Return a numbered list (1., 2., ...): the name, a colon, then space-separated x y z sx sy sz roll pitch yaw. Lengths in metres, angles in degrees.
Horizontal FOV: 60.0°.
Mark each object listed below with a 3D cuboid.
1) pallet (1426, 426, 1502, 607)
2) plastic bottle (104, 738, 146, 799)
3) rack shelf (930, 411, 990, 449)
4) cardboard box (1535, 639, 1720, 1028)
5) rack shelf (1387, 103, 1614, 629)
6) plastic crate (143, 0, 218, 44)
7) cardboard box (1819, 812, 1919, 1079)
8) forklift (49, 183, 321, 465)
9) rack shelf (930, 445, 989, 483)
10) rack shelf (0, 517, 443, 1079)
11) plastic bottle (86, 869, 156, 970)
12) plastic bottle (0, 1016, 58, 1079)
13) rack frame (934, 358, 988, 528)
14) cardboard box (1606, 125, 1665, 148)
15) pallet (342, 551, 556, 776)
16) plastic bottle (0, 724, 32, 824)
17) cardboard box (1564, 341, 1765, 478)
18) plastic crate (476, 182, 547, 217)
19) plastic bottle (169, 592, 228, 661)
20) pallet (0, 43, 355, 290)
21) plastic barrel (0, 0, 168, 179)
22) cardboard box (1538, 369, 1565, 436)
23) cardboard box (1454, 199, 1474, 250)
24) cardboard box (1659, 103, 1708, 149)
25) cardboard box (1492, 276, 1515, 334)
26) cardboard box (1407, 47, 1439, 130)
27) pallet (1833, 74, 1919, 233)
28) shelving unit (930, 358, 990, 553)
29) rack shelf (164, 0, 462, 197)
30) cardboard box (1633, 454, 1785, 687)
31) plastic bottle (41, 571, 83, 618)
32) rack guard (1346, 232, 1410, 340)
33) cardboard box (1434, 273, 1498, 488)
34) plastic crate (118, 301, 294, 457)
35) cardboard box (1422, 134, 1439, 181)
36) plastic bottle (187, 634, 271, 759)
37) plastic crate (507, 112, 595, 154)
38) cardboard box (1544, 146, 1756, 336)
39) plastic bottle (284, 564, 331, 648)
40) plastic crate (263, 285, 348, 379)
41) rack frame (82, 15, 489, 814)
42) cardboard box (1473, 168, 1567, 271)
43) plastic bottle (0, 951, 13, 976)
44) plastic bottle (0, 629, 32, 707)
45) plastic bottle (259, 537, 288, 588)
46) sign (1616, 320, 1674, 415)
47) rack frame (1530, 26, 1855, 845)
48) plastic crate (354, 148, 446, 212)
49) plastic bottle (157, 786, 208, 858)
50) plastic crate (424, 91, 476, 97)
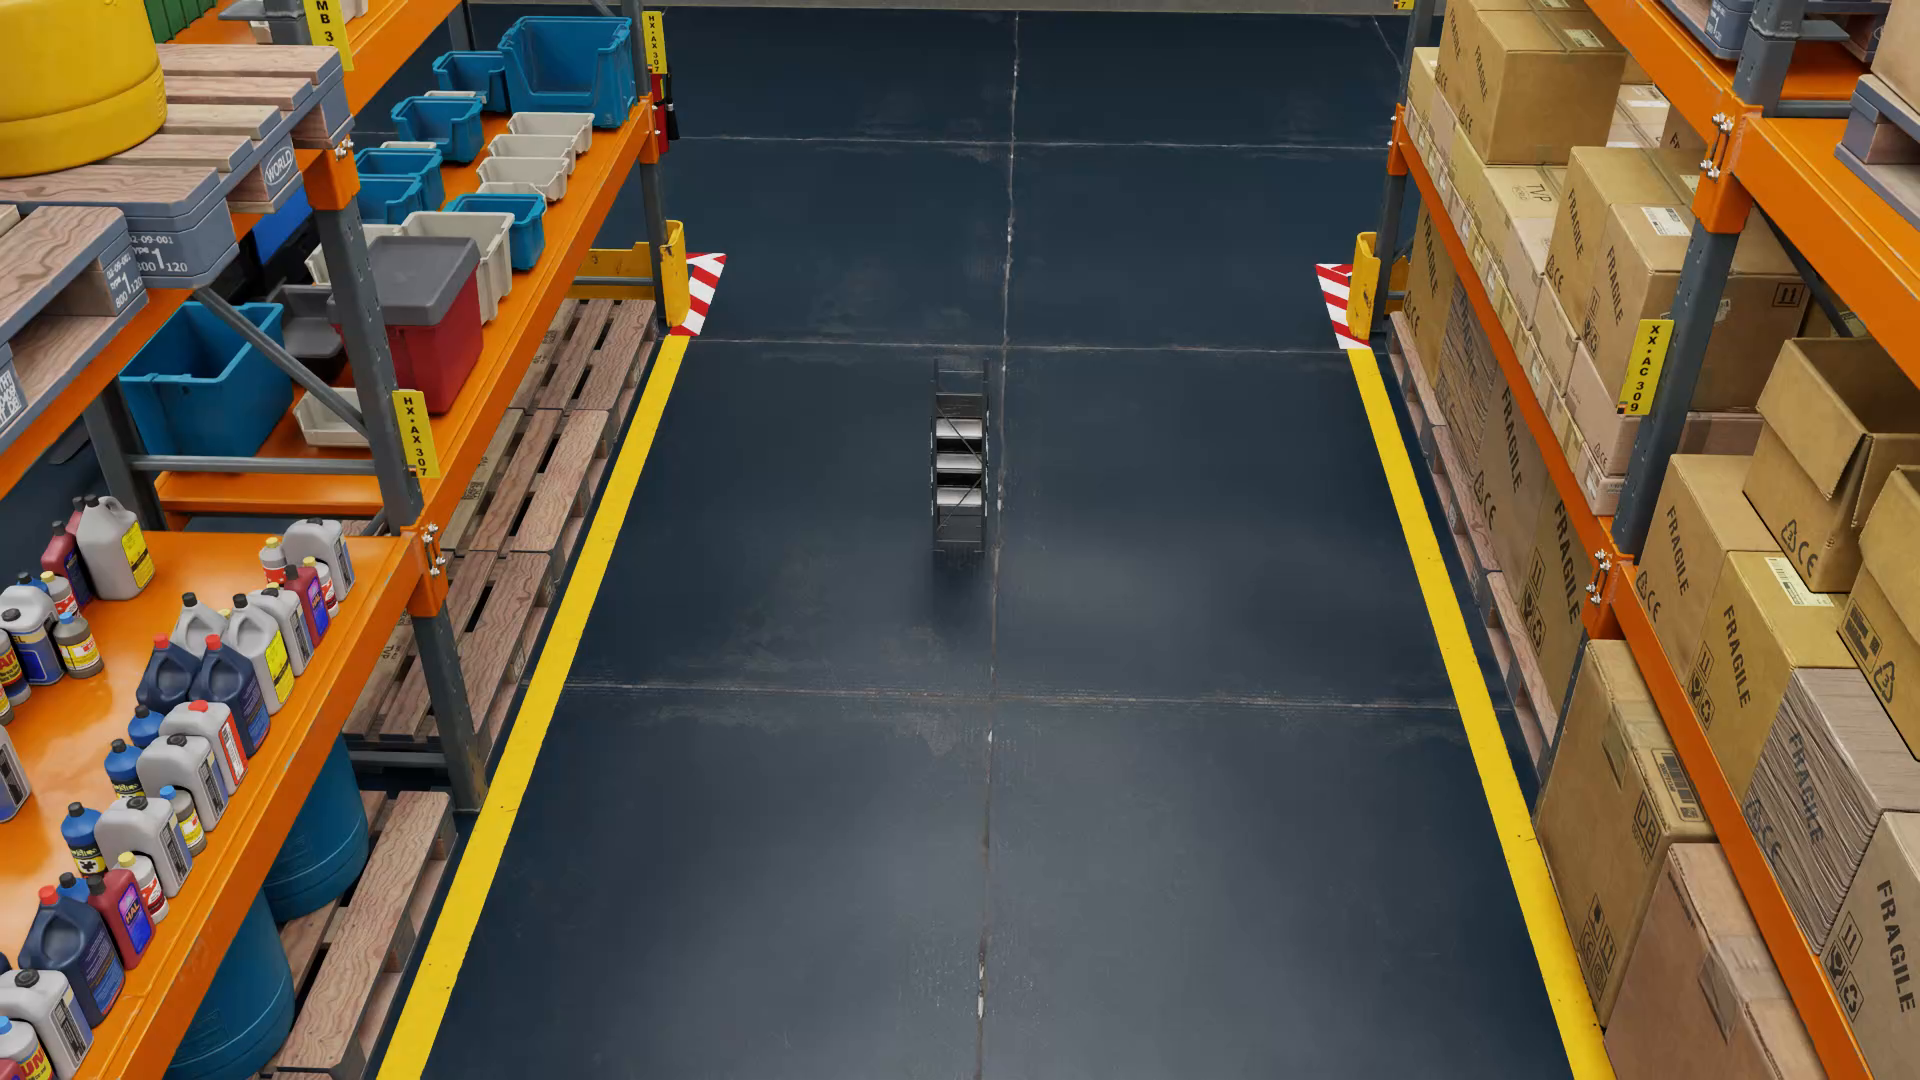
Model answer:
1. pallet: 2.795 -0.122 7.741 1.003 0.211 1.213 1 35 2
2. plastic bottle: -2.167 0.631 4.355 0.097 0.271 0.097 0 35 0
3. rack shelf: 0.000 -0.493 7.414 0.258 0.077 0.200 1 35 2
4. cardboard box: 2.635 0.940 5.286 1.225 0.875 0.875 1 35 2
5. rack shelf: 2.721 -0.980 7.162 1.077 0.370 4.000 1 35 2
6. plastic crate: -2.594 -1.631 5.037 0.450 0.188 0.662 1 35 2
7. cardboard box: 2.317 0.965 3.681 0.500 0.500 0.500 2 35 3
8. forklift: -4.492 -2.257 8.412 1.130 2.935 3.031 2 35 3
9. rack shelf: 0.000 -0.346 7.517 0.258 0.077 0.200 1 35 2
10. rack shelf: -2.389 1.204 4.054 1.077 0.370 4.000 1 35 2
11. plastic bottle: -2.015 0.886 3.982 0.061 0.283 0.133 1 35 2
12. plastic bottle: -2.051 1.140 3.631 0.097 0.271 0.097 0 35 0
13. rack frame: 0.004 -0.431 7.581 0.240 0.900 0.006 1 35 2
14. cardboard box: 3.006 -1.616 7.312 0.500 0.250 0.500 0 35 0
15. pallet: -2.318 0.478 6.887 1.003 0.211 1.213 1 35 2
16. plastic bottle: -2.593 0.604 4.390 0.152 0.276 0.135 1 35 2
17. cardboard box: 2.396 -0.446 5.647 0.500 0.250 0.500 1 35 1
18. plastic crate: -2.006 -1.485 7.431 0.298 0.136 0.250 1 35 2
19. plastic bottle: -2.163 0.313 4.739 0.144 0.351 0.185 1 35 2
20. pallet: -2.243 -0.937 4.030 1.213 0.211 1.003 1 35 2
21. plastic barrel: -2.143 -1.187 3.692 0.600 0.588 0.600 0 35 0
22. cardboard box: 2.346 -0.501 6.072 0.380 0.149 0.250 1 35 1
23. cardboard box: 2.408 -1.386 7.331 0.380 0.149 0.250 1 35 1
24. cardboard box: 2.959 -1.344 6.273 0.500 0.500 0.500 0 35 0
25. cardboard box: 2.376 -0.944 6.703 0.380 0.149 0.250 1 35 1
26. cardboard box: 2.512 -2.214 8.164 0.500 0.250 0.500 0 35 1
27. pallet: 2.653 -0.747 3.761 0.805 0.209 1.217 0 35 0
28. shelving unit: 0.000 -0.373 7.498 0.258 0.900 0.210 1 35 2
29. rack shelf: -2.228 -2.322 6.462 1.077 0.370 4.000 1 35 2
30. cardboard box: 2.372 0.092 4.923 0.500 0.500 0.500 1 35 2
31. plastic bottle: -2.741 0.186 5.050 0.097 0.201 0.097 0 35 0
32. rack guard: 2.802 -1.415 9.328 1.175 0.500 0.348 1 35 2
33. cardboard box: 2.819 -0.834 7.810 0.875 0.875 0.875 1 35 2
34. plastic crate: -2.631 -0.534 5.863 0.392 0.384 0.575 1 35 2
35. cardboard box: 2.438 -1.830 7.964 0.380 0.149 0.250 1 35 1
36. plastic bottle: -2.026 0.422 4.583 0.144 0.351 0.185 1 35 2
37. plastic crate: -2.000 -1.982 8.139 0.396 0.136 0.243 1 35 2
38. cardboard box: 2.416 -1.051 5.856 0.500 0.500 0.500 2 35 2
39. plastic bottle: -1.965 0.176 4.993 0.061 0.283 0.133 1 35 2
40. plastic crate: -2.532 -0.801 6.468 0.437 0.125 0.590 1 35 2
41. rack frame: -2.309 -0.240 5.483 1.000 3.000 0.127 1 35 2
42. cardboard box: 2.458 -1.327 6.901 0.500 0.250 0.500 1 35 1
43. plastic bottle: -2.220 1.023 3.729 0.144 0.351 0.185 1 35 2
44. plastic bottle: -2.755 0.346 4.761 0.097 0.271 0.097 0 35 0
45. plastic bottle: -2.127 0.083 5.196 0.097 0.201 0.097 0 35 0
46. sign: 2.086 -0.524 5.065 0.100 0.325 0.005 1 35 2
47. rack frame: 2.640 -0.125 5.320 1.000 3.000 0.127 1 35 2
48. plastic crate: -2.540 -1.603 7.516 0.416 0.233 0.300 1 35 2
49. plastic bottle: -2.019 0.720 4.290 0.097 0.201 0.097 0 35 0
50. plastic crate: -2.582 -2.138 8.361 0.250 0.136 0.298 1 35 2
